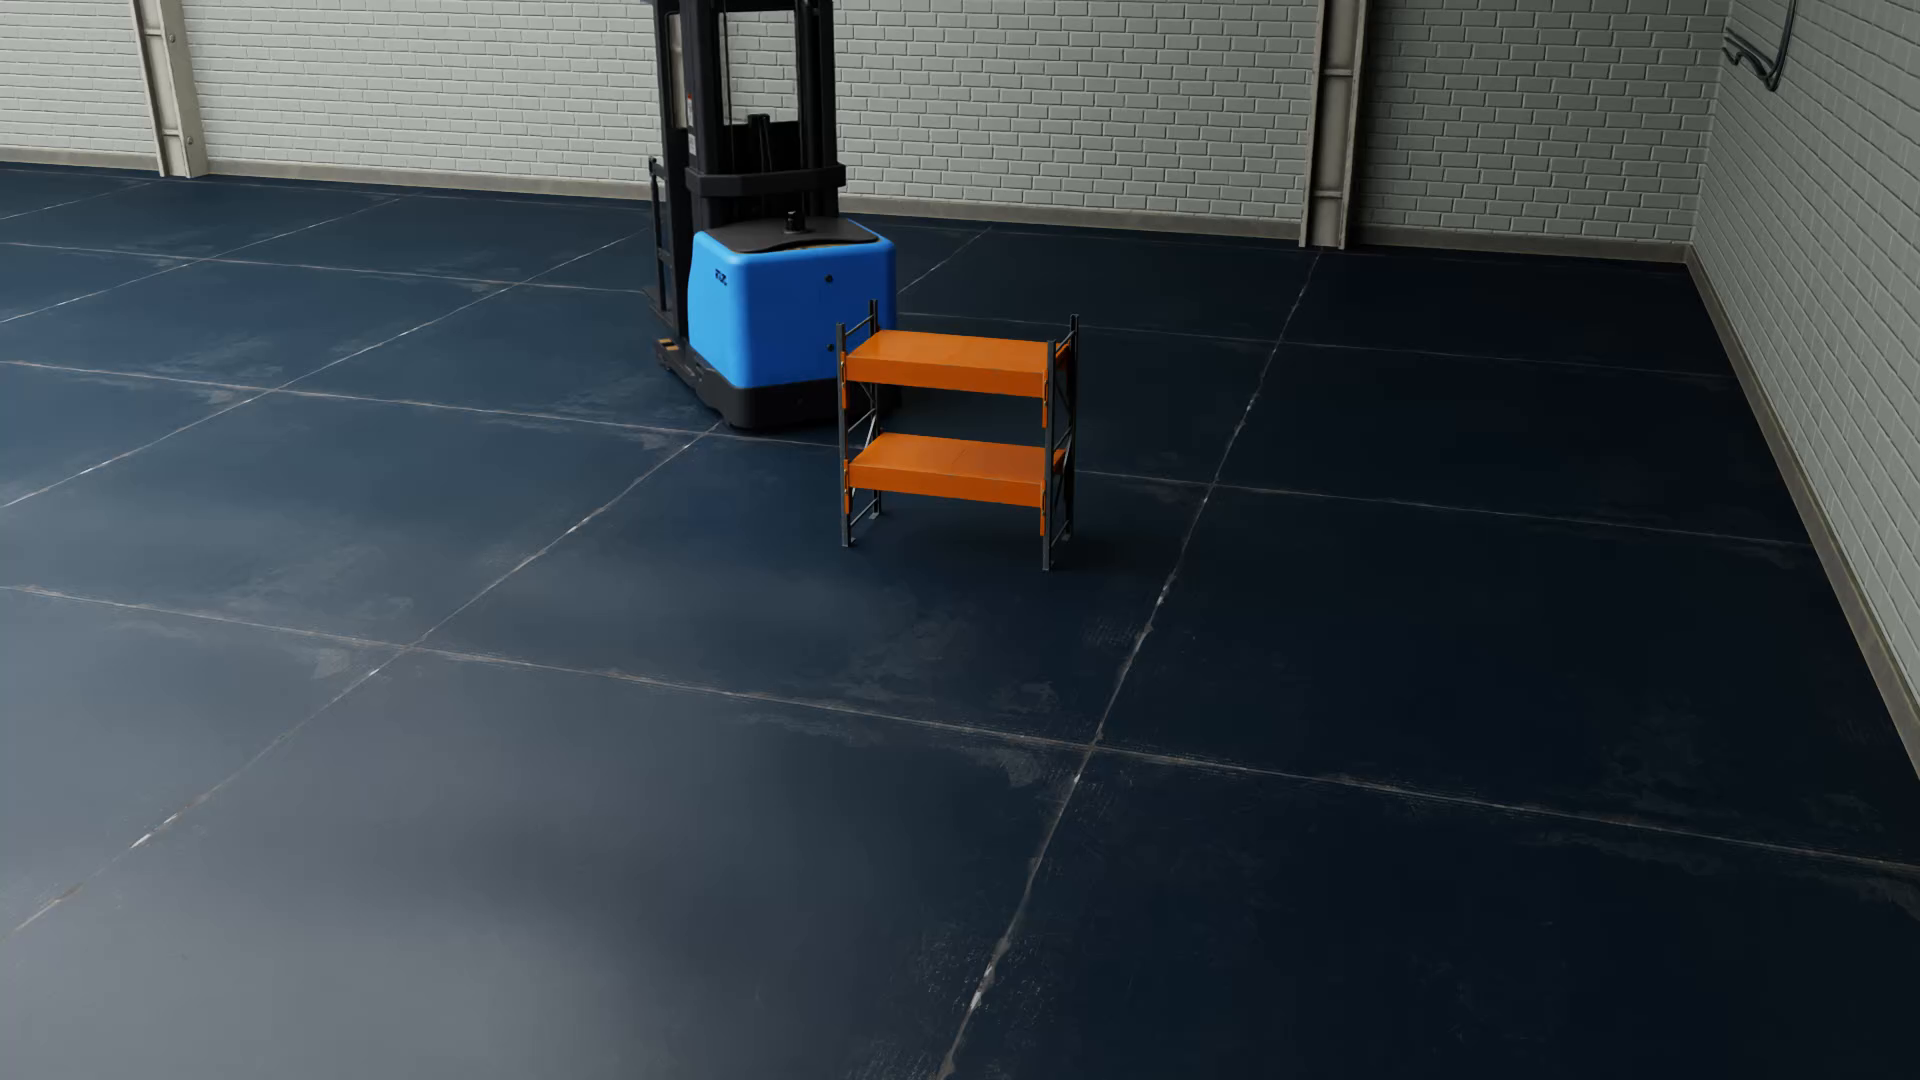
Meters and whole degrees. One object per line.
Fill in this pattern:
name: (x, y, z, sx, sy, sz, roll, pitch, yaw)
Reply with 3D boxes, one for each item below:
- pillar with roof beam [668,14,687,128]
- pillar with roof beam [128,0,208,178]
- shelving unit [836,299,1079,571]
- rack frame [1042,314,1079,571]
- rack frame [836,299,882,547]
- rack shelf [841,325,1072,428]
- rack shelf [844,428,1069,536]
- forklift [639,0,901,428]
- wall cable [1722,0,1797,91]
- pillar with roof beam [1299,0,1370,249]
pillar with roof beam: (-3.795, -5.853, 10.682, 0.400, 9.000, 9.100, 7, 23, 16)
pillar with roof beam: (-9.539, -6.511, 12.285, 0.400, 9.000, 9.100, 7, 23, 16)
shelving unit: (-0.006, -0.521, 8.058, 1.048, 1.125, 0.538, 7, 23, 16)
rack frame: (0.480, -0.465, 7.922, 0.032, 1.125, 0.500, 7, 23, 16)
rack frame: (-0.493, -0.577, 8.194, 0.032, 1.125, 0.500, 7, 23, 16)
rack shelf: (-0.006, -0.792, 7.947, 1.000, 0.278, 0.538, 7, 23, 16)
rack shelf: (-0.006, -0.295, 8.151, 1.000, 0.278, 0.538, 7, 23, 16)
forklift: (-1.412, -2.532, 10.581, 1.130, 2.935, 3.031, -9, 24, -22)
wall cable: (5.631, -4.519, 11.522, 0.112, 2.526, 3.097, 7, 23, 16)
pillar with roof beam: (1.949, -5.195, 9.078, 0.400, 9.000, 9.100, 7, 23, 16)
